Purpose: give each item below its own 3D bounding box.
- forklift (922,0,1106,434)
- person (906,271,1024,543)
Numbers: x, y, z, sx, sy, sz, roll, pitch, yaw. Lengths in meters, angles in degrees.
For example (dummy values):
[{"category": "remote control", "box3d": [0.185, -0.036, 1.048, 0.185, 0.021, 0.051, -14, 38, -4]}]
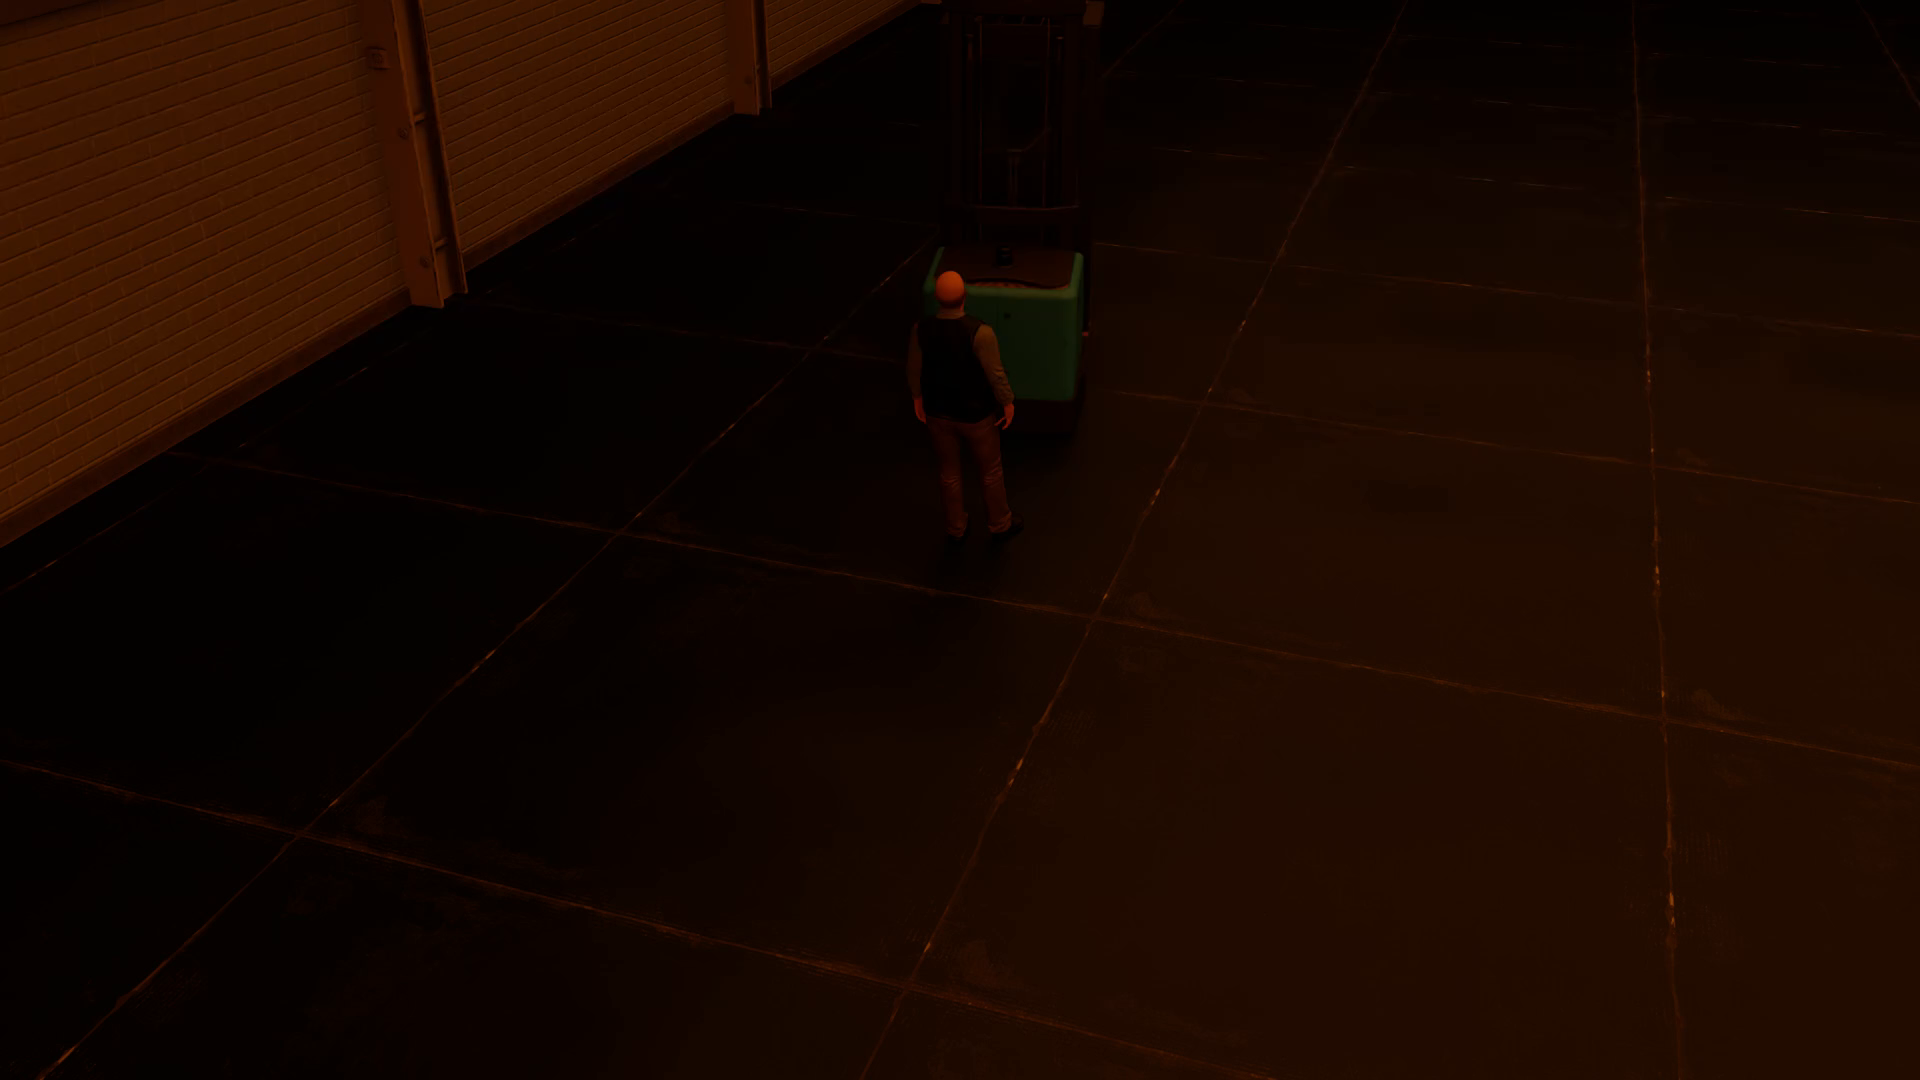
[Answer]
[{"category": "forklift", "box3d": [0.430, -2.694, 11.863, 1.130, 2.935, 3.031, 3, 30, 6]}, {"category": "person", "box3d": [0.027, -0.783, 9.716, 0.634, 1.722, 0.566, 10, 31, 16]}]
